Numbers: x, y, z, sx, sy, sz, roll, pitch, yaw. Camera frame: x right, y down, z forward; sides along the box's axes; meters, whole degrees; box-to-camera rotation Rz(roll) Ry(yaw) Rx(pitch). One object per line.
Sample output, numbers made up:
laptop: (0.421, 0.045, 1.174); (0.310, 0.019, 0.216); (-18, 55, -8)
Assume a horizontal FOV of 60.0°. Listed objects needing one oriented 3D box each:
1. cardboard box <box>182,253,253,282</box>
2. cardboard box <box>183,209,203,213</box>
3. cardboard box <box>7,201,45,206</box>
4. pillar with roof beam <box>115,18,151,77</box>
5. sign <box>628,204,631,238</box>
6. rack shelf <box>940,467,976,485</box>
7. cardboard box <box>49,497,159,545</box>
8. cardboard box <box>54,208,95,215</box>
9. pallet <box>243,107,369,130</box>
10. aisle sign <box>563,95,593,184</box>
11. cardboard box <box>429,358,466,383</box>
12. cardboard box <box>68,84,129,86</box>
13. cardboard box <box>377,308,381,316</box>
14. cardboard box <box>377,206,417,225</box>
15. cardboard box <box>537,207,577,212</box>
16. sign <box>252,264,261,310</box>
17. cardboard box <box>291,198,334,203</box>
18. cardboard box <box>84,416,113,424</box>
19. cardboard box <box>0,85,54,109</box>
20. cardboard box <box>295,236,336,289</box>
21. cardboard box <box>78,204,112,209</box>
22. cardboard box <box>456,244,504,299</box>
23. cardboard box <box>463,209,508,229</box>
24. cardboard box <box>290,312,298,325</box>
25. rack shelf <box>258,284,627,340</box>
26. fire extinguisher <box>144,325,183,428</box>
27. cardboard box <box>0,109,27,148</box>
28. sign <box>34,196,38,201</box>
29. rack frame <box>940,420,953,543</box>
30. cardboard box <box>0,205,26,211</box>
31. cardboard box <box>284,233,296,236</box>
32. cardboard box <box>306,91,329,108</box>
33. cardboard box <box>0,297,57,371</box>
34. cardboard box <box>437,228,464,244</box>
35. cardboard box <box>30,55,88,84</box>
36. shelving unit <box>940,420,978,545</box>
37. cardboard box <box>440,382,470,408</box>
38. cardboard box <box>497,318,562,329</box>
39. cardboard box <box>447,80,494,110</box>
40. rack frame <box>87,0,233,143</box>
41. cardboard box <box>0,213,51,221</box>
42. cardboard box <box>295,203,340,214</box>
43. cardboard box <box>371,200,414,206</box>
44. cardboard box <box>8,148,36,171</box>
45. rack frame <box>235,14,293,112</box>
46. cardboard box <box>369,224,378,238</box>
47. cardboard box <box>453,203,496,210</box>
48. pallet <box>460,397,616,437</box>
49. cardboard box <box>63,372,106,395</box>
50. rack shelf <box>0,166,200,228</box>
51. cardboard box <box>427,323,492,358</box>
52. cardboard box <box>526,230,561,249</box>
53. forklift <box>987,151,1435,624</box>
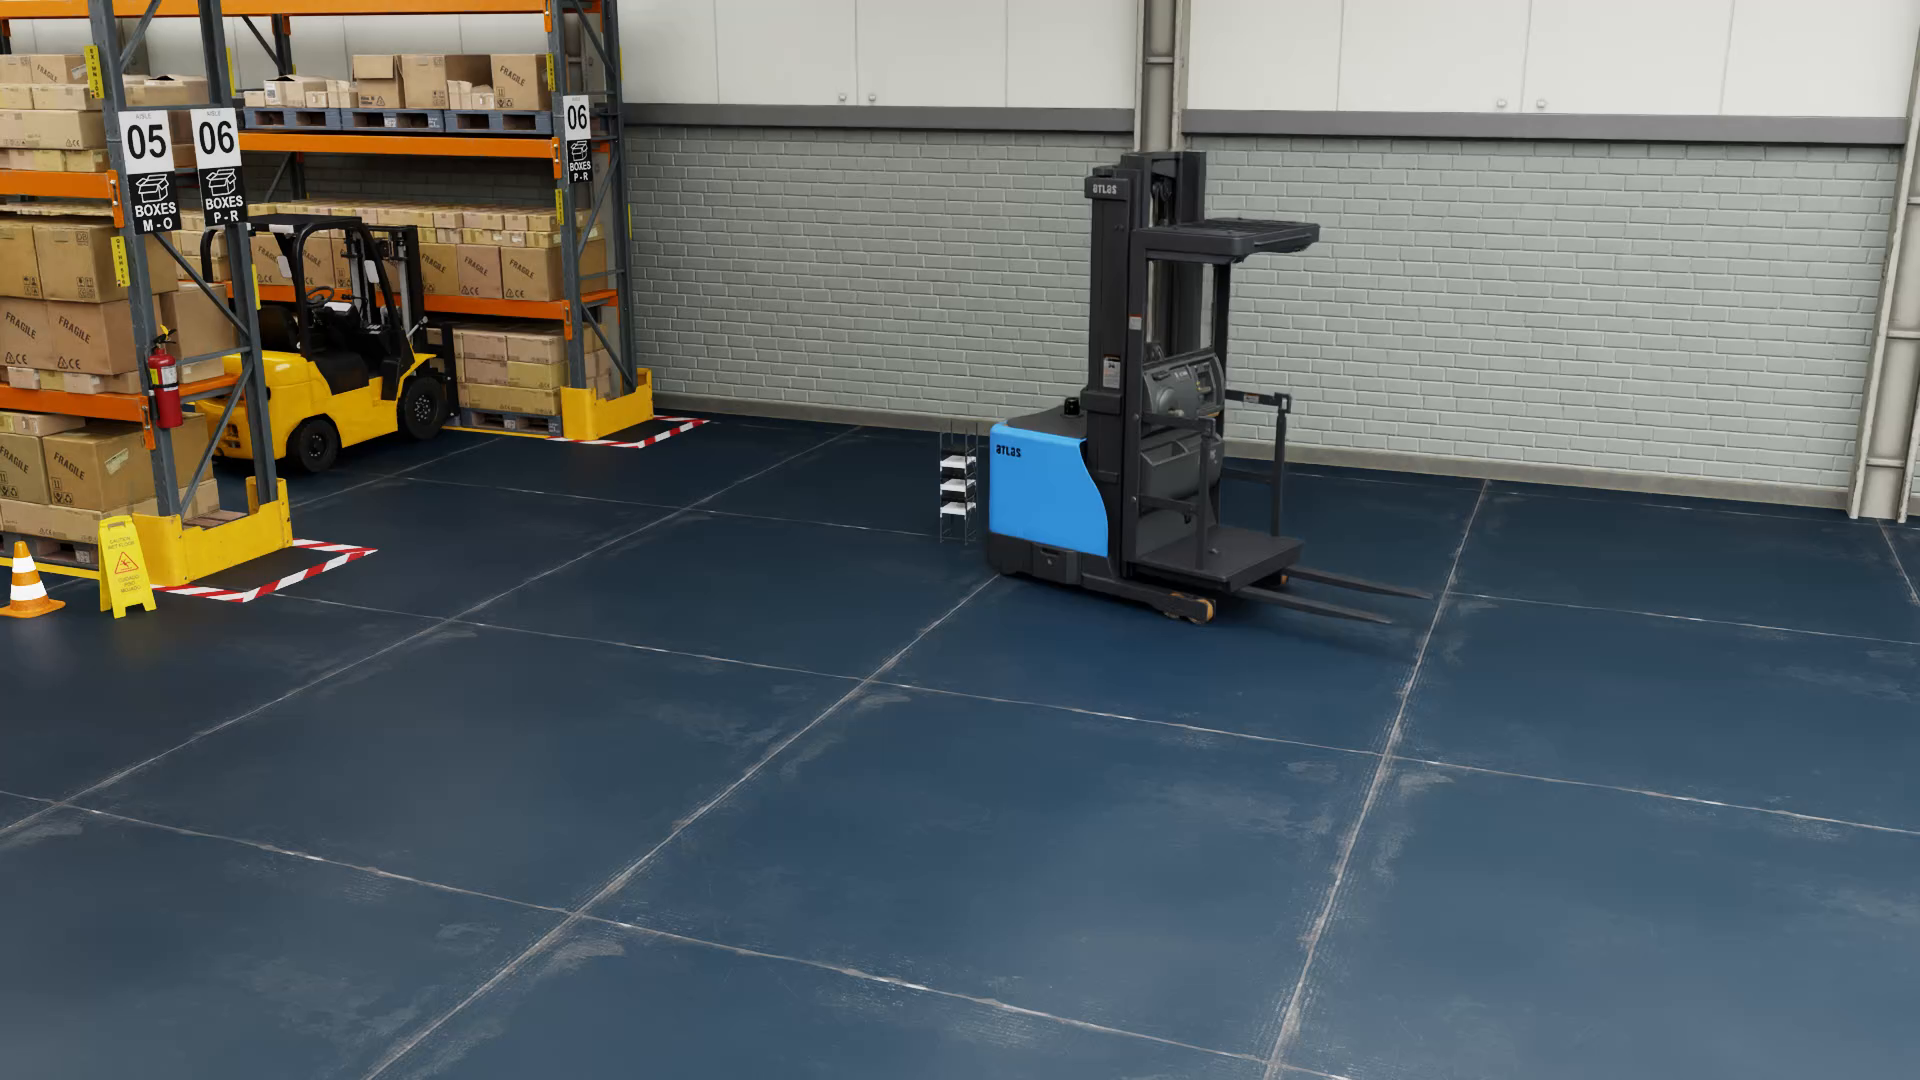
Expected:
cardboard box: (-7.786, -2.879, 17.481); (0.500, 0.250, 0.500); (7, 17, 22)
cardboard box: (-8.177, -3.506, 18.029); (0.250, 0.149, 0.380); (6, 17, 20)
cardboard box: (-10.566, -3.756, 18.887); (0.250, 0.149, 0.380); (7, 18, 22)
pillar with roof beam: (-10.979, -5.242, 14.589); (0.400, 9.000, 9.100); (6, 17, 21)
sign: (-3.291, -3.156, 16.468); (0.005, 0.325, 0.100); (6, 17, 21)
rack shelf: (-0.008, -0.487, 12.535); (0.200, 0.077, 0.258); (6, 17, 21)
cardboard box: (-6.191, -0.167, 12.049); (0.500, 0.250, 0.500); (6, 17, 20)
cardboard box: (-9.550, -3.498, 18.000); (0.250, 0.149, 0.380); (7, 17, 22)
pallet: (-6.419, -4.285, 16.833); (1.213, 0.211, 1.003); (6, 17, 21)
aisle sign: (-3.547, -3.724, 15.459); (0.004, 0.787, 0.394); (6, 17, 21)
cardboard box: (-5.019, -1.750, 16.603); (0.500, 0.250, 0.500); (6, 17, 19)
cardboard box: (-6.024, -3.126, 11.702); (0.250, 0.149, 0.380); (6, 17, 21)
cardboard box: (-6.216, -2.281, 17.536); (0.500, 0.250, 0.500); (6, 17, 20)
cardboard box: (-5.568, -3.228, 16.538); (0.250, 0.149, 0.380); (6, 17, 21)
cardboard box: (-3.959, -3.194, 16.419); (0.250, 0.149, 0.380); (7, 18, 23)
sign: (-5.119, -1.827, 12.035); (0.005, 0.325, 0.100); (6, 17, 21)
cardboard box: (-6.814, -3.516, 17.528); (0.250, 0.149, 0.380); (6, 17, 21)
cardboard box: (-6.477, -0.721, 12.611); (0.500, 0.500, 0.500); (6, 17, 19)
cardboard box: (-6.428, -3.029, 11.366); (0.250, 0.149, 0.380); (6, 17, 21)
cardboard box: (-6.414, -2.854, 16.944); (0.500, 0.500, 0.500); (7, 17, 22)
cardboard box: (-9.594, -3.662, 18.563); (0.250, 0.149, 0.380); (6, 17, 20)
cardboard box: (-4.534, -2.644, 16.222); (0.500, 0.500, 0.500); (7, 18, 22)
cardboard box: (-4.609, -3.125, 16.180); (0.250, 0.149, 0.380); (6, 17, 21)
cardboard box: (-6.887, -2.198, 17.251); (0.500, 0.250, 0.500); (6, 17, 20)
rack shelf: (-5.361, -2.418, 16.912); (4.000, 0.370, 1.077); (6, 17, 21)
fire extinguisher: (-5.381, -1.102, 11.230); (0.183, 0.674, 0.296); (6, 17, 21)
cardboard box: (-6.356, -2.820, 11.362); (0.500, 0.250, 0.500); (6, 17, 20)
sign: (-10.742, -4.077, 19.261); (0.005, 0.325, 0.100); (6, 17, 21)
rack frame: (-0.102, -0.443, 12.587); (0.006, 0.900, 0.240); (6, 17, 21)
cardboard box: (-10.505, -3.600, 18.353); (0.250, 0.149, 0.380); (7, 17, 22)
cardboard box: (-6.780, -3.200, 16.974); (0.250, 0.149, 0.380); (7, 17, 22)
cardboard box: (-6.201, -4.334, 16.360); (0.250, 0.149, 0.380); (7, 18, 22)
cardboard box: (-6.388, -1.498, 11.741); (0.500, 0.500, 0.500); (6, 17, 21)
cardboard box: (-4.885, -2.985, 16.233); (0.250, 0.149, 0.380); (6, 17, 19)
cardboard box: (-9.411, -4.874, 17.589); (0.500, 0.500, 0.500); (7, 17, 22)
shelving unit: (-0.008, -0.433, 12.551); (0.210, 0.900, 0.258); (6, 17, 21)
cardboard box: (-4.975, -1.513, 16.683); (0.500, 0.250, 0.500); (6, 17, 21)
cardboard box: (-4.344, -2.068, 16.803); (0.500, 0.250, 0.500); (6, 17, 21)
cardboard box: (-4.619, -4.216, 15.745); (0.258, 0.266, 0.396); (6, 17, 21)
rack frame: (-5.318, -4.152, 10.834); (0.127, 3.000, 1.000); (6, 17, 21)
cardboard box: (-6.854, -2.017, 11.734); (0.500, 0.500, 0.700); (6, 17, 20)
cardboard box: (-6.517, -3.333, 16.899); (0.250, 0.149, 0.380); (6, 17, 20)
cardboard box: (-5.855, -3.415, 17.179); (0.250, 0.149, 0.380); (6, 17, 20)
cardboard box: (-6.231, -2.608, 11.346); (0.250, 0.149, 0.380); (7, 18, 22)
rack frame: (-7.221, -5.849, 16.680); (0.127, 3.000, 1.000); (6, 17, 21)
cardboard box: (-5.841, -3.088, 16.588); (0.250, 0.149, 0.380); (6, 17, 19)
cardboard box: (-4.903, -3.312, 16.824); (0.250, 0.149, 0.380); (6, 17, 19)
pallet: (-4.227, -1.287, 16.727); (1.213, 0.211, 1.003); (6, 17, 21)
cardboard box: (-6.021, -1.130, 11.637); (0.250, 0.149, 0.380); (6, 17, 20)
rack shelf: (-7.179, -2.570, 12.058); (4.000, 0.370, 1.077); (6, 17, 21)
cardboard box: (-4.993, -1.986, 16.519); (0.500, 0.250, 0.500); (7, 17, 21)
cardboard box: (-3.926, -2.881, 15.874); (0.250, 0.149, 0.380); (7, 17, 21)
forklift: (1.656, -1.026, 10.952); (3.031, 2.935, 1.130); (13, 20, 37)
